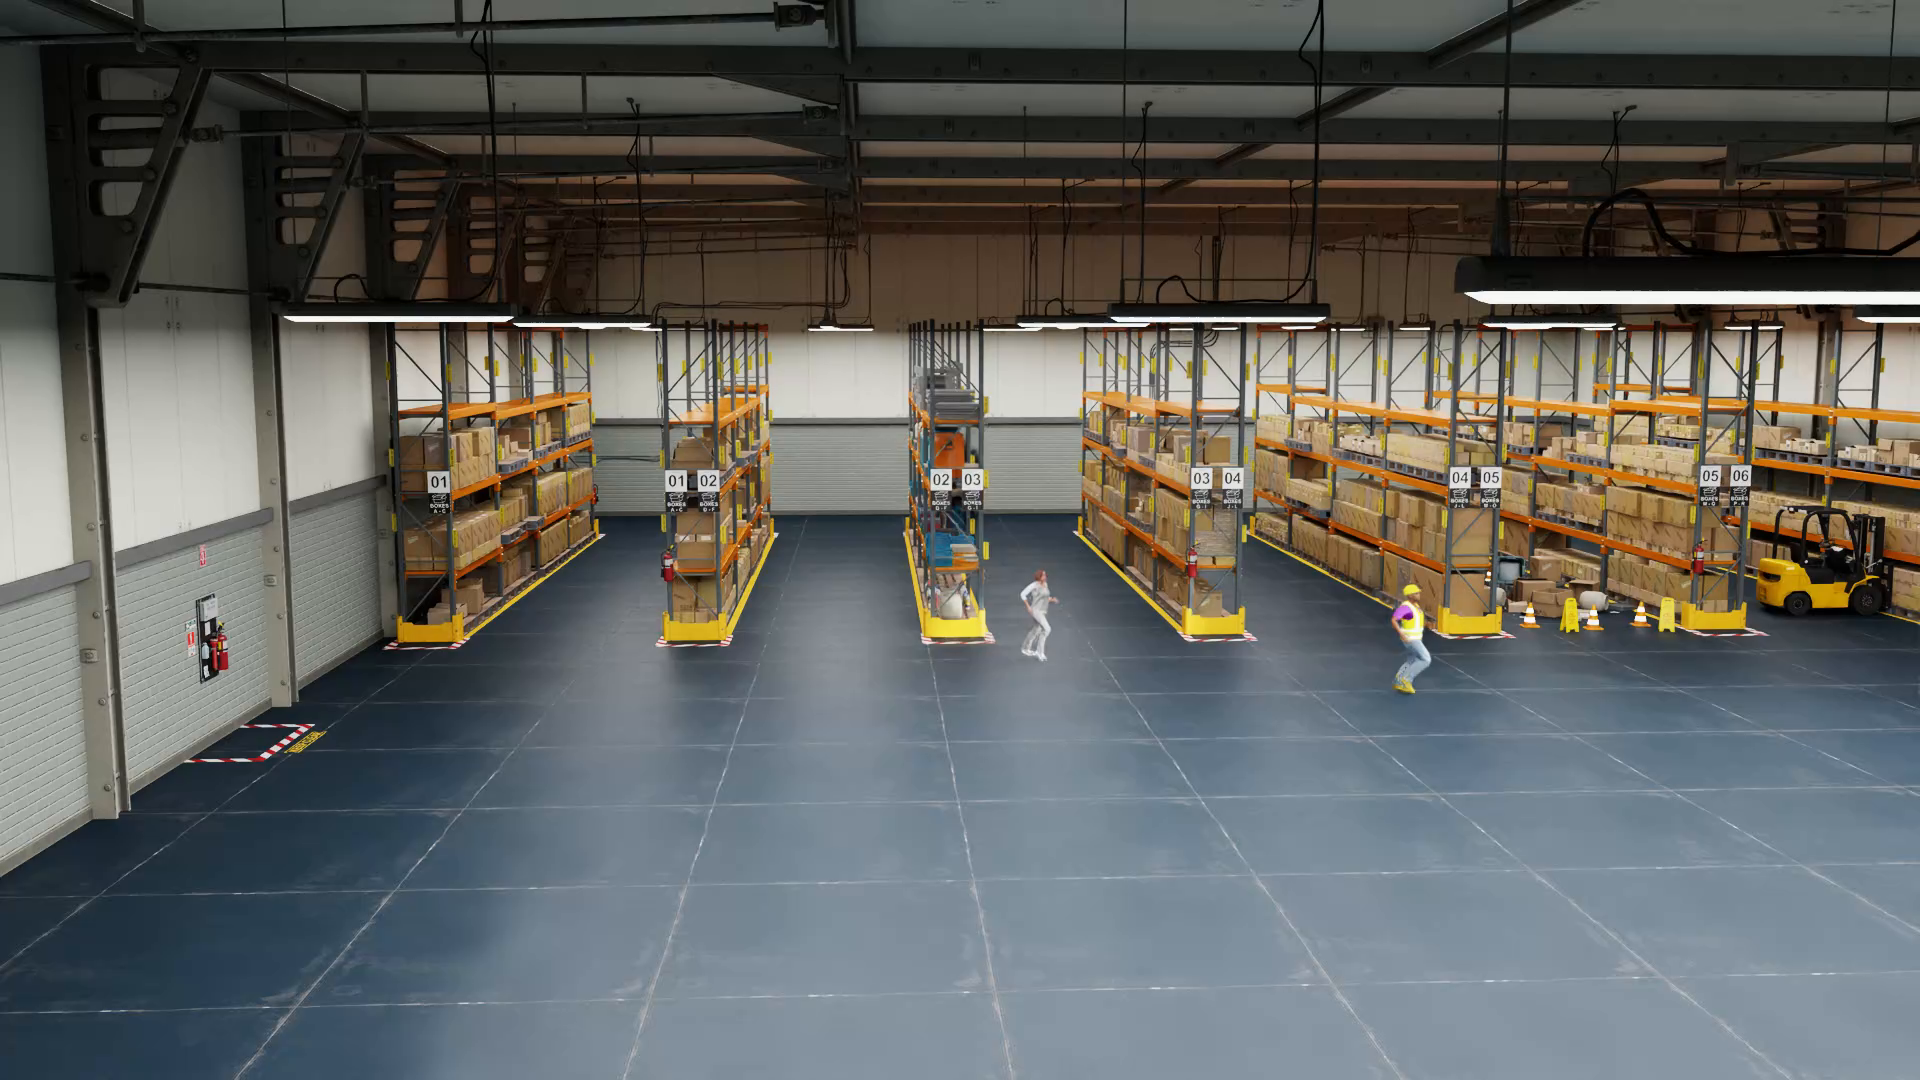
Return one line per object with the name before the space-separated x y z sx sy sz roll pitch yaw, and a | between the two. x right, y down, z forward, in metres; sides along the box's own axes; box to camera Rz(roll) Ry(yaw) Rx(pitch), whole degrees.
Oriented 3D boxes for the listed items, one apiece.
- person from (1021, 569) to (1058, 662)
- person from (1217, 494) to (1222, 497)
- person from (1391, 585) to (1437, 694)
person | 1.393 1.316 29.351 0.712 1.622 0.525 4 8 29
person | 7.193 -0.924 47.394 0.692 1.599 0.572 0 7 4
person | 7.243 1.578 26.514 0.668 1.734 0.687 3 8 24
